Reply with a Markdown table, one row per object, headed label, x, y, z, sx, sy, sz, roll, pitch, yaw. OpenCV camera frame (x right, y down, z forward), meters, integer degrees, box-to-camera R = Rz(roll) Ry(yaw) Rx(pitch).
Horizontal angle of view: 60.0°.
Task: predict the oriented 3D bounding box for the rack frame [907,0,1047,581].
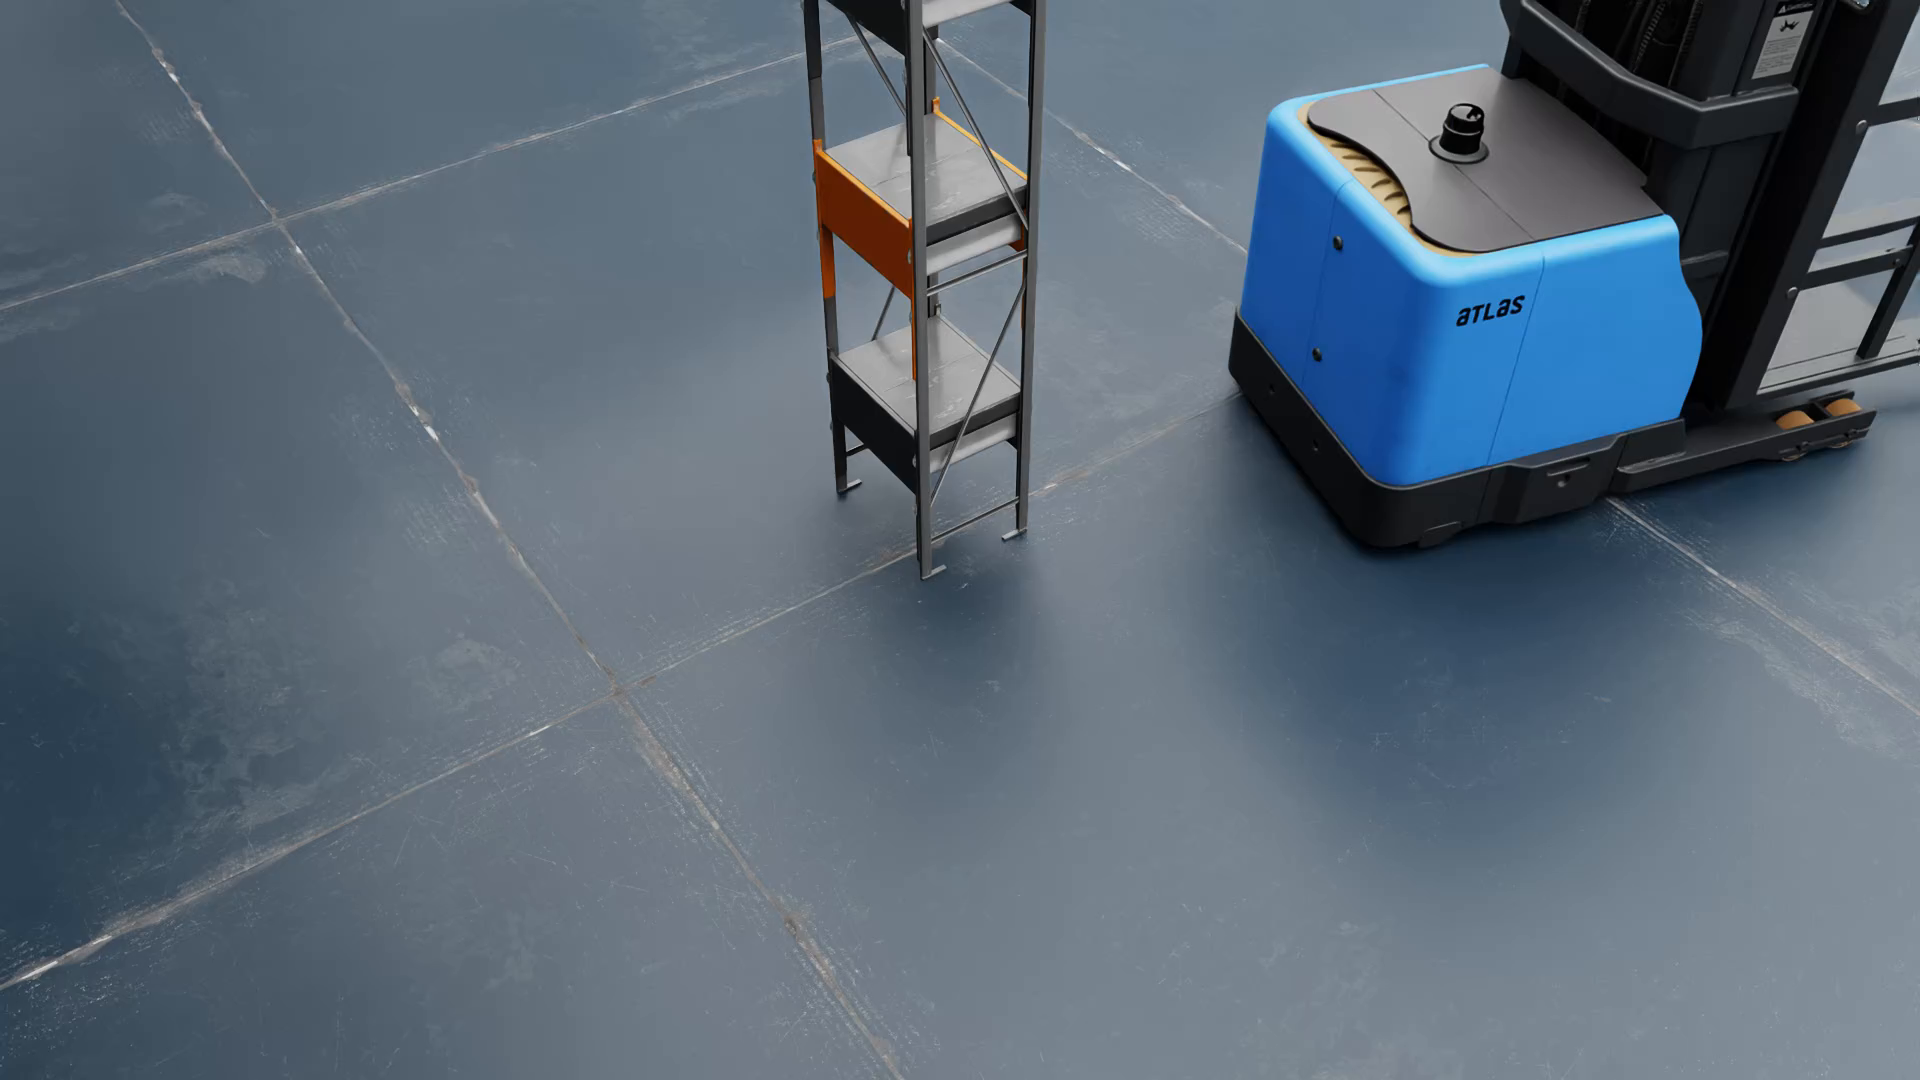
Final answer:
| label | x | y | z | sx | sy | sz | roll | pitch | yaw |
| --- | --- | --- | --- | --- | --- | --- | --- | --- | --- |
| rack frame | 0.045 | -0.715 | 4.478 | 0.400 | 2.100 | 0.015 | -26 | 49 | -24 |

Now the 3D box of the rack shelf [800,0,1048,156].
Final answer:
| label | x | y | z | sx | sy | sz | roll | pitch | yaw |
| --- | --- | --- | --- | --- | --- | --- | --- | --- | --- |
| rack shelf | -0.095 | -1.350 | 4.149 | 0.431 | 0.518 | 0.480 | -26 | 49 | -24 |

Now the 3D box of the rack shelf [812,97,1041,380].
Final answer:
| label | x | y | z | sx | sy | sz | roll | pitch | yaw |
| --- | --- | --- | --- | --- | --- | --- | --- | --- | --- |
| rack shelf | -0.095 | -0.843 | 4.633 | 0.431 | 0.518 | 0.480 | -26 | 49 | -24 |

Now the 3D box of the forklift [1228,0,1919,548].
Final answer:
| label | x | y | z | sx | sy | sz | roll | pitch | yaw |
| --- | --- | --- | --- | --- | --- | --- | --- | --- | --- |
| forklift | 2.504 | -1.654 | 4.860 | 3.031 | 2.935 | 1.130 | -14 | 45 | -14 |

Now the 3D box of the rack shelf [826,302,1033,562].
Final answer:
| label | x | y | z | sx | sy | sz | roll | pitch | yaw |
| --- | --- | --- | --- | --- | --- | --- | --- | --- | --- |
| rack shelf | -0.095 | -0.337 | 5.116 | 0.431 | 0.518 | 0.480 | -26 | 49 | -24 |

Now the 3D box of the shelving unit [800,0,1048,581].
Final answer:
| label | x | y | z | sx | sy | sz | roll | pitch | yaw |
| --- | --- | --- | --- | --- | --- | --- | --- | --- | --- |
| shelving unit | -0.095 | -0.853 | 4.623 | 0.431 | 2.100 | 0.503 | -26 | 49 | -24 |

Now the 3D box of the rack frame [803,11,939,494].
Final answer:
| label | x | y | z | sx | sy | sz | roll | pitch | yaw |
| --- | --- | --- | --- | --- | --- | --- | --- | --- | --- |
| rack frame | -0.234 | -0.991 | 4.768 | 0.400 | 2.100 | 0.015 | -26 | 49 | -24 |
